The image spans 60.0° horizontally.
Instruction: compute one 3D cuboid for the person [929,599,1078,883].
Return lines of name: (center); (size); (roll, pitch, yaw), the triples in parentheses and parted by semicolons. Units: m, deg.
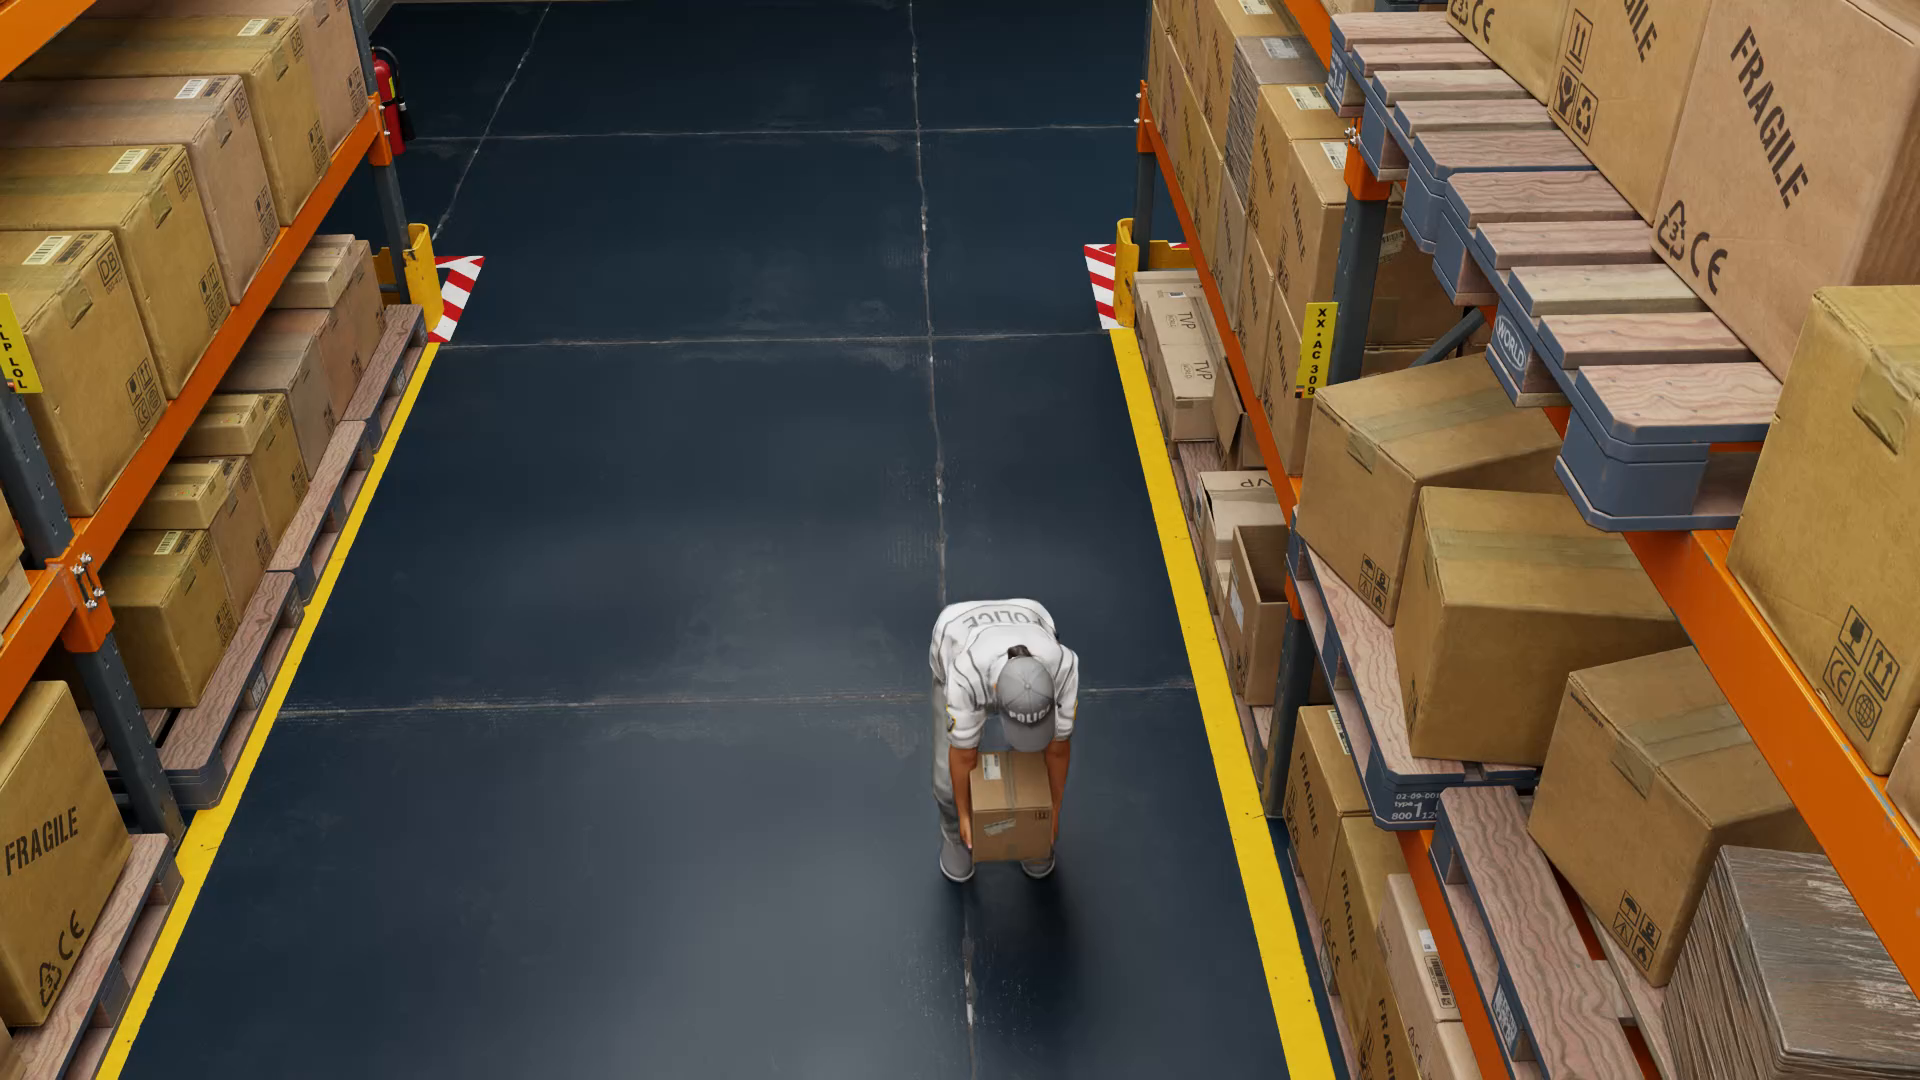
person: (0.143, 0.700, 5.490); (0.470, 1.290, 0.884); (-4, 36, -5)
